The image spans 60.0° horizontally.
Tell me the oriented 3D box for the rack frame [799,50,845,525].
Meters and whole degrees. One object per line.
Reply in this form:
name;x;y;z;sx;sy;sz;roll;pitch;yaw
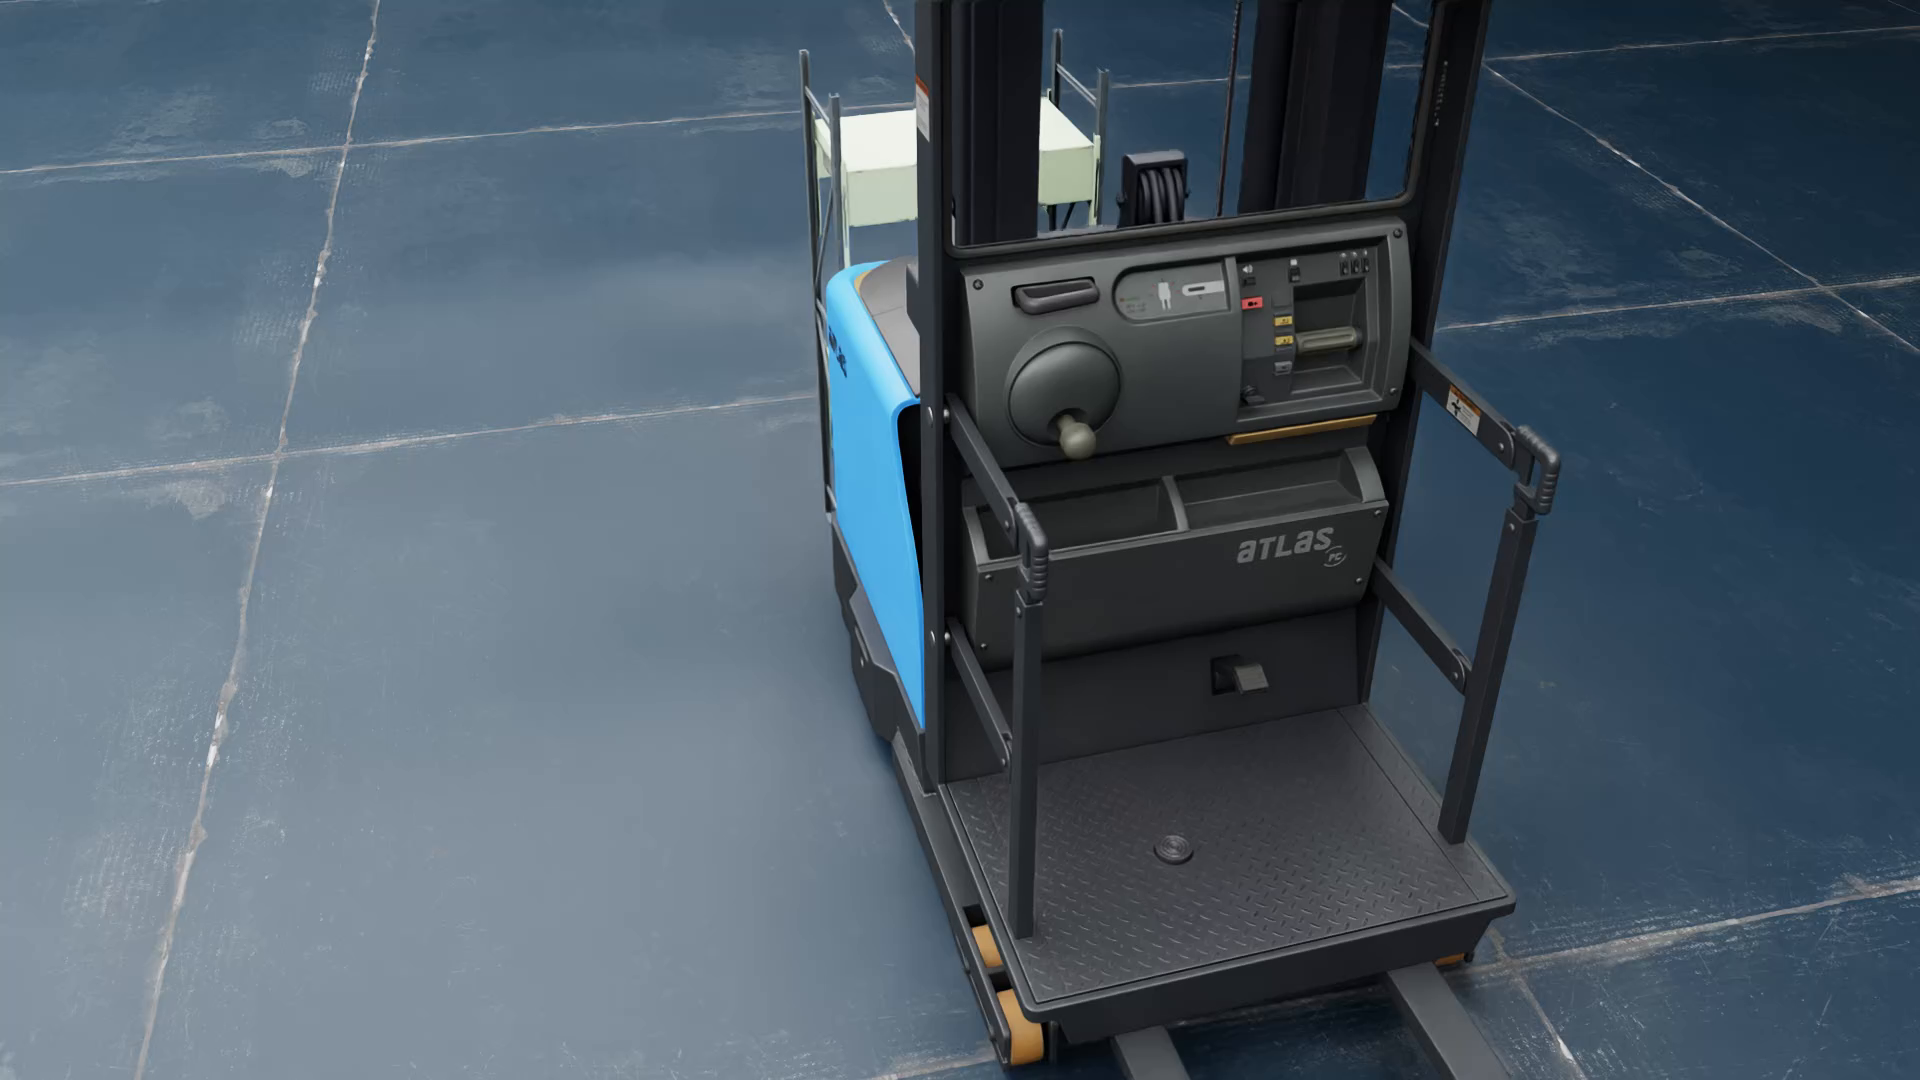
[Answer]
rack frame;-0.375;-0.614;4.819;0.023;1.500;0.400;-9;35;-14

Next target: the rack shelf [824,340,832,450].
rack shelf;-0.024;-0.401;5.087;0.720;0.370;0.431;-9;35;-14

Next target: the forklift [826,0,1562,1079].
forklift;0.524;-0.337;3.122;1.130;2.935;3.031;-9;35;-13

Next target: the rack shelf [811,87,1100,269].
rack shelf;-0.024;-0.996;4.688;0.720;0.370;0.431;-9;35;-14

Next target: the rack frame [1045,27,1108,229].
rack frame;0.327;-0.730;4.992;0.023;1.500;0.400;-9;35;-14

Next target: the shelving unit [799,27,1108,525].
shelving unit;-0.024;-0.672;4.905;0.755;1.500;0.431;-9;35;-14
